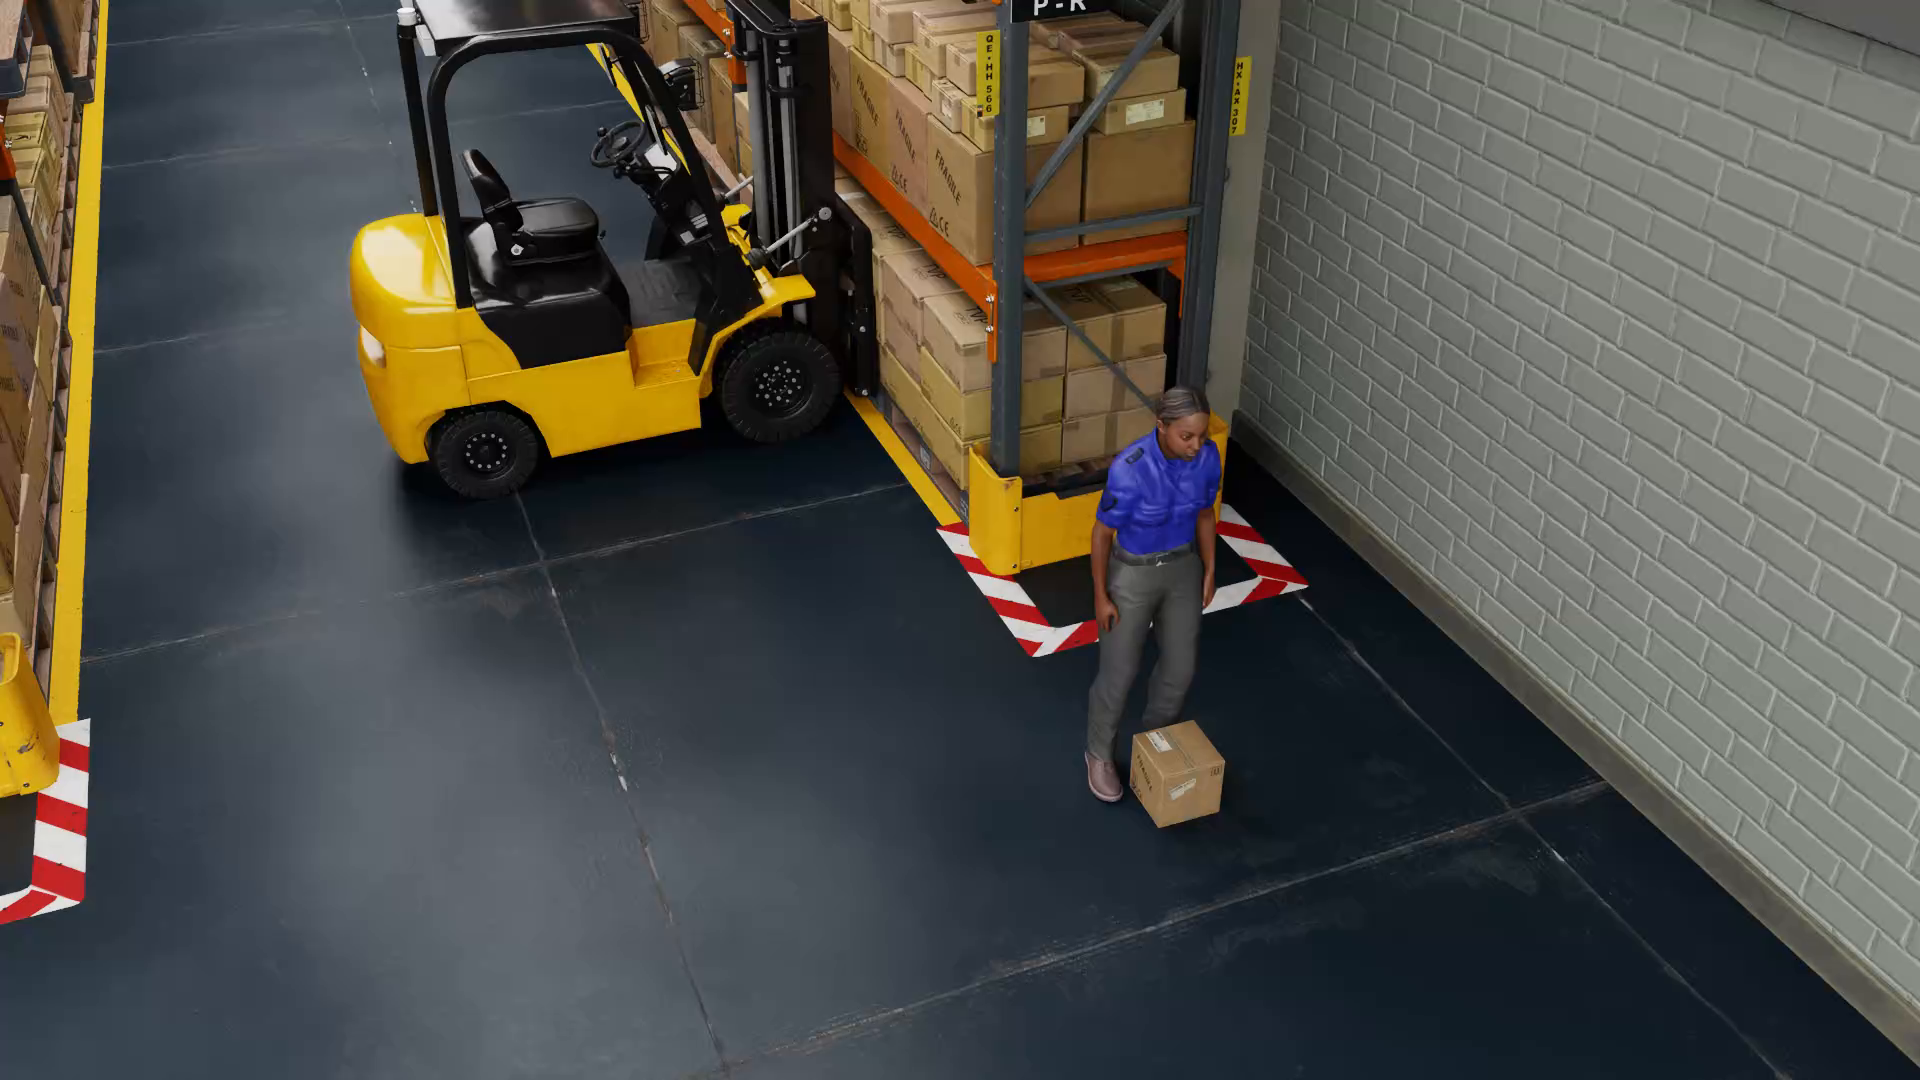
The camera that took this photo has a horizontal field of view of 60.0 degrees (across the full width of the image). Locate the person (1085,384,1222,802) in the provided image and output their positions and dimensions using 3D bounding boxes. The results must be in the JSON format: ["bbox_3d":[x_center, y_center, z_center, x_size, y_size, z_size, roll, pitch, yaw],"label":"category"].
[{"bbox_3d":[0.689,0.159,5.908,0.503,1.654,0.349,-13,36,-19],"label":"person"}]
